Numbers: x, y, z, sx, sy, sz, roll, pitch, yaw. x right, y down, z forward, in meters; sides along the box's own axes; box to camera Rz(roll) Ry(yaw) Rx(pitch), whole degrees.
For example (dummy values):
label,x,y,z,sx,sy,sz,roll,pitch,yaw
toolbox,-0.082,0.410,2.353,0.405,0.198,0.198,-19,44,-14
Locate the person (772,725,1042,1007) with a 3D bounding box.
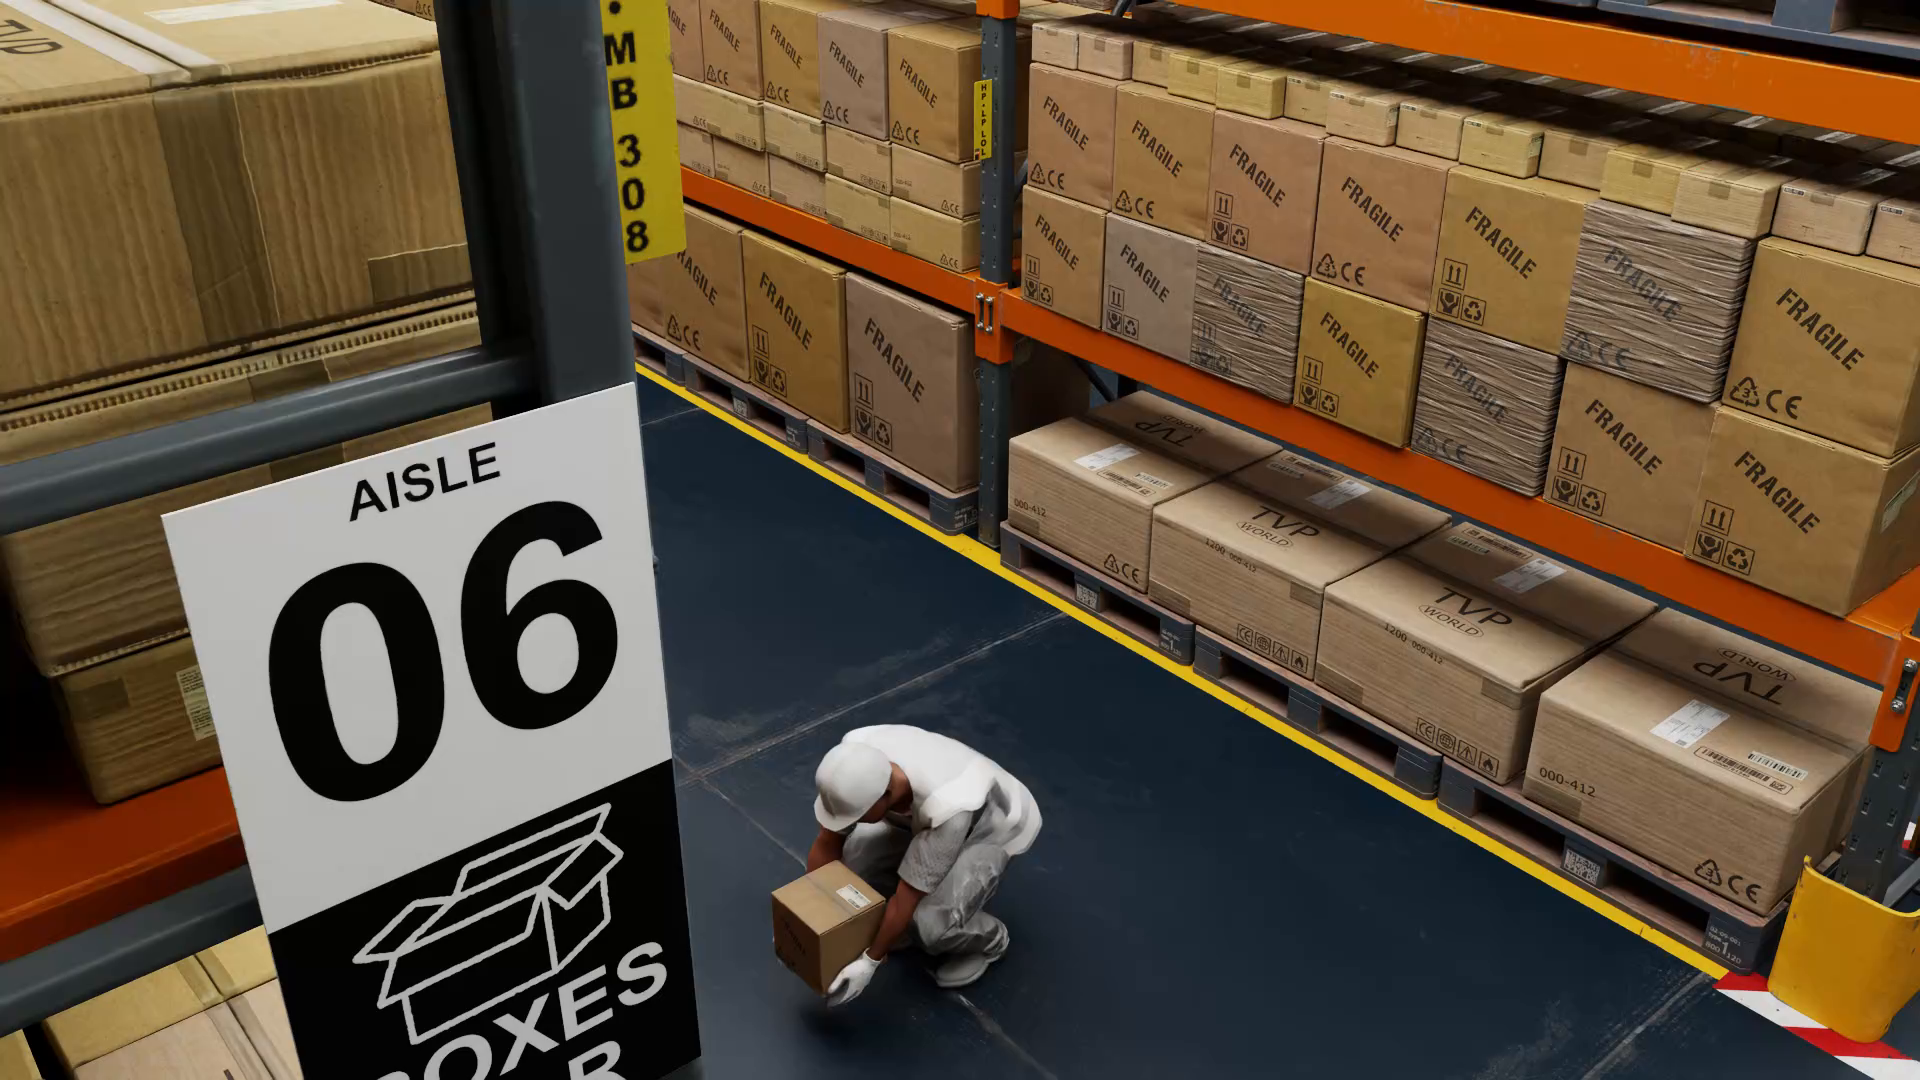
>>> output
label,x,y,z,sx,sy,sz,roll,pitch,yaw
person,-0.129,0.940,5.163,0.891,1.011,0.560,-22,35,-36
